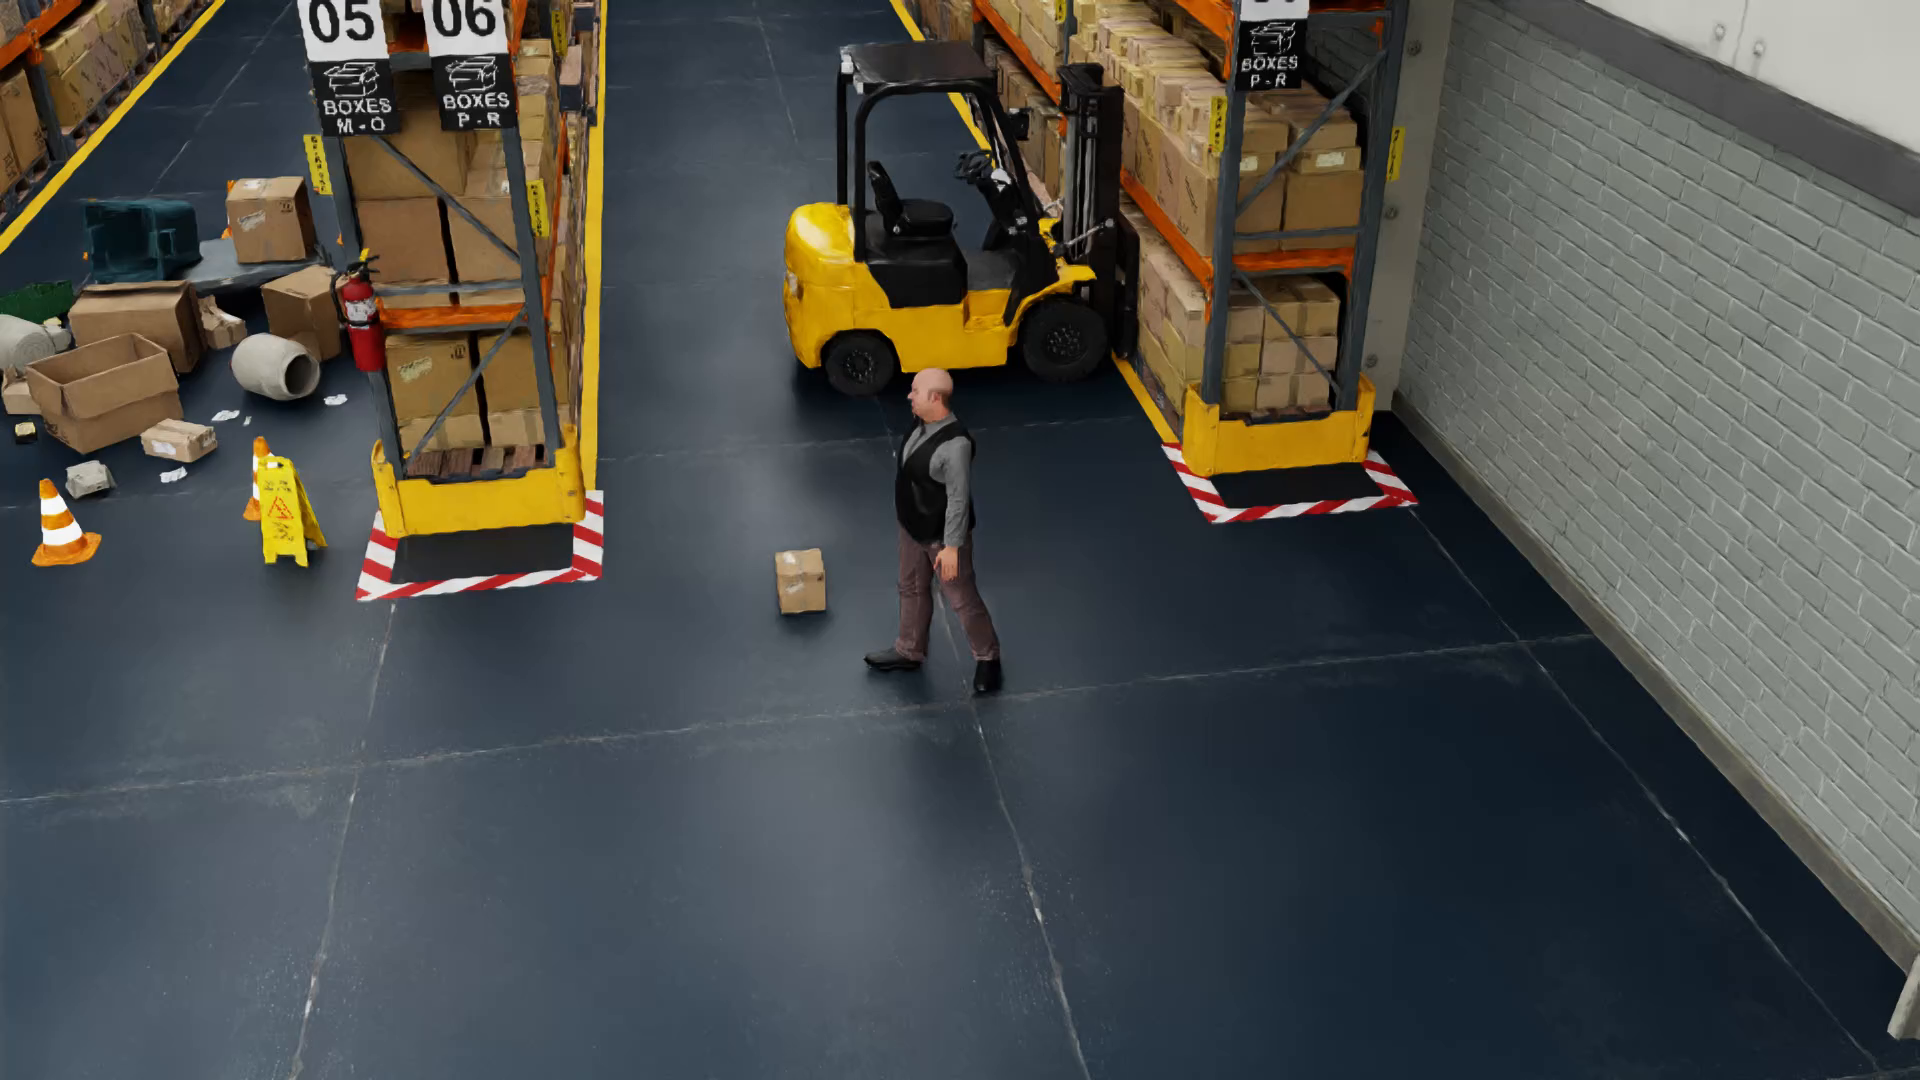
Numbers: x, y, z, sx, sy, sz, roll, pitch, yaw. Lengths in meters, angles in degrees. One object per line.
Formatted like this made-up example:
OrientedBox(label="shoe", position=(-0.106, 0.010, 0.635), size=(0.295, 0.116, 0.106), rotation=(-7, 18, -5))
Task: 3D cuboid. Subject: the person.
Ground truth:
OrientedBox(label="person", position=(-0.149, -0.073, 8.286), size=(0.636, 1.723, 0.740), rotation=(-14, 33, -23))
